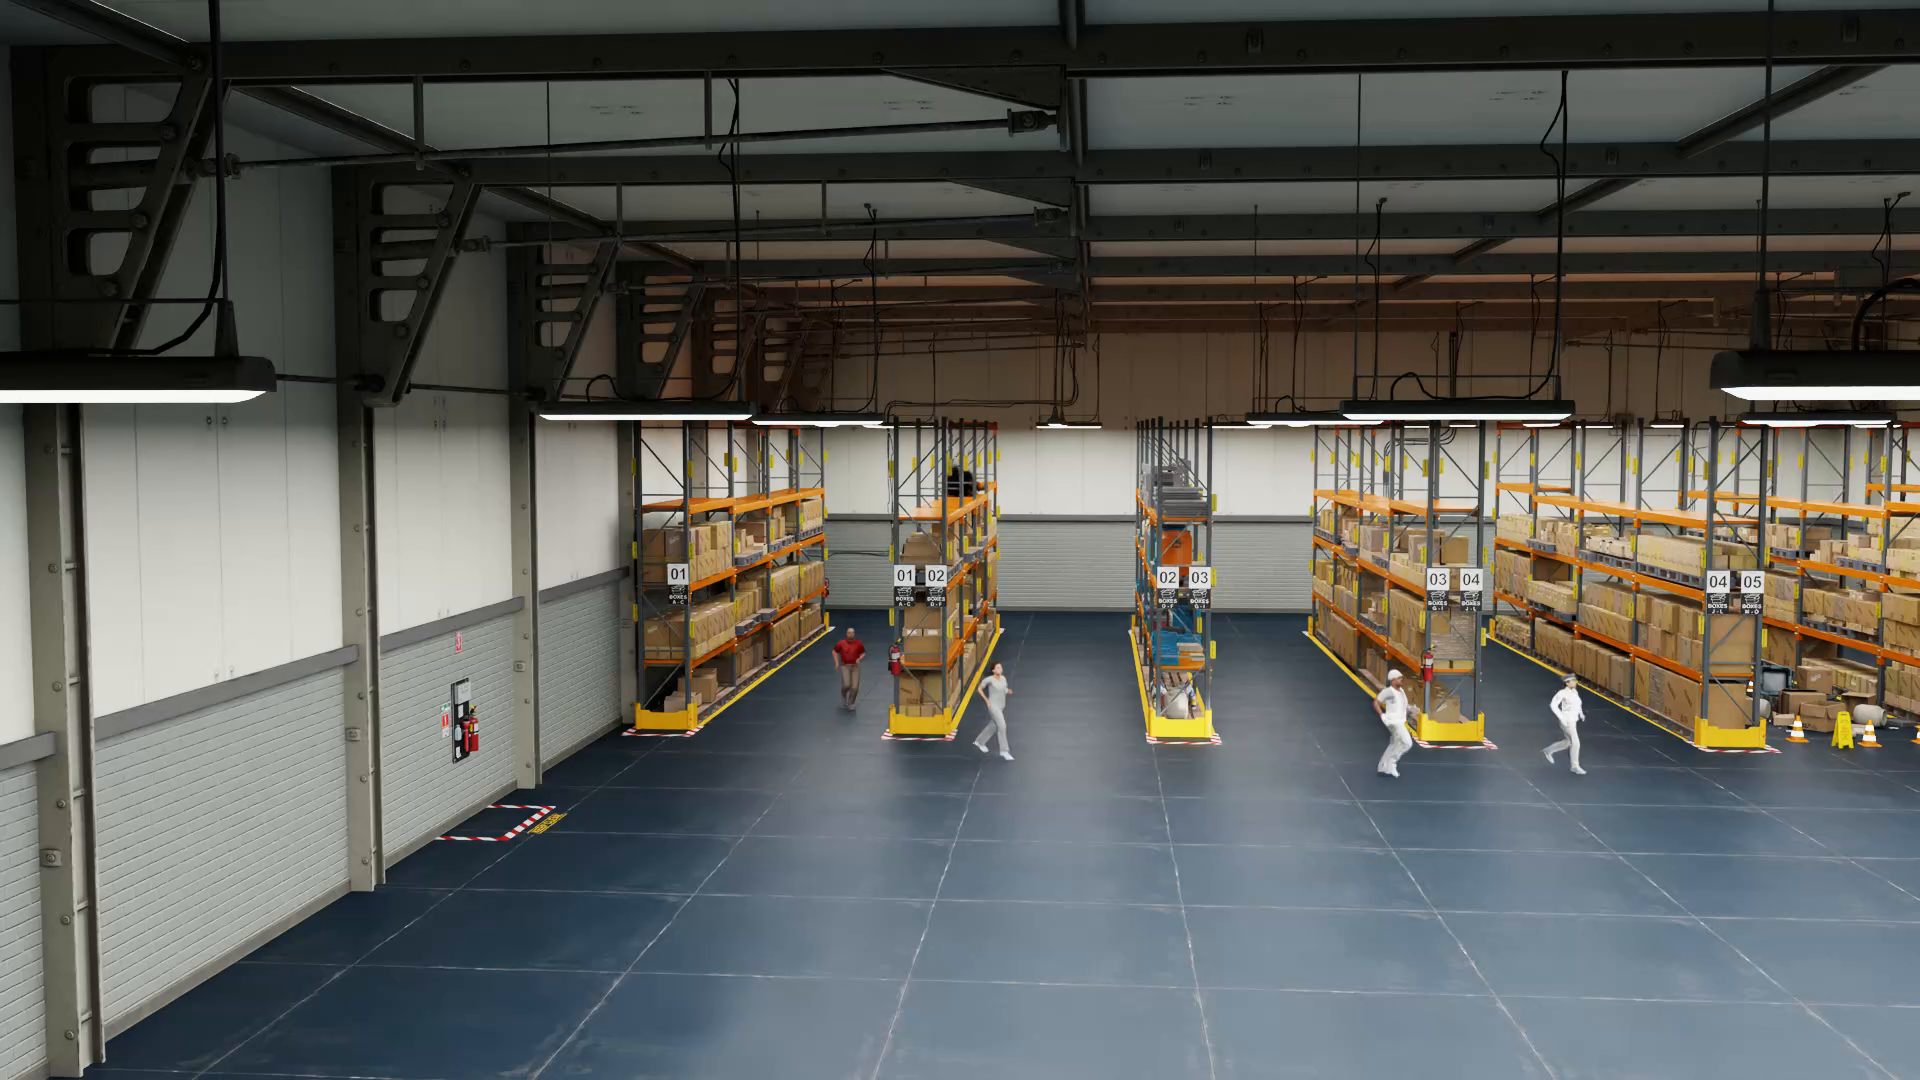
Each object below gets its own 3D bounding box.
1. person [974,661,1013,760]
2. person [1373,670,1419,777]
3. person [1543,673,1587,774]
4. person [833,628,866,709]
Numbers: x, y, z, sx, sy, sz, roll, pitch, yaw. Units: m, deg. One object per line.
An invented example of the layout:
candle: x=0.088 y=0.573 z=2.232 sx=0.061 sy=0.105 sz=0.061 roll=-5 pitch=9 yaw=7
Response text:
person: x=0.625 y=2.975 z=29.271 sx=0.874 sy=1.701 sz=0.549 roll=3 pitch=5 yaw=39
person: x=7.250 y=3.034 z=27.515 sx=0.670 sy=1.764 sz=0.662 roll=2 pitch=4 yaw=32
person: x=10.216 y=3.065 z=28.045 sx=0.632 sy=1.694 sz=0.796 roll=-4 pitch=5 yaw=-44
person: x=-2.248 y=2.651 z=34.128 sx=0.657 sy=1.683 sz=0.587 roll=-1 pitch=4 yaw=-13
